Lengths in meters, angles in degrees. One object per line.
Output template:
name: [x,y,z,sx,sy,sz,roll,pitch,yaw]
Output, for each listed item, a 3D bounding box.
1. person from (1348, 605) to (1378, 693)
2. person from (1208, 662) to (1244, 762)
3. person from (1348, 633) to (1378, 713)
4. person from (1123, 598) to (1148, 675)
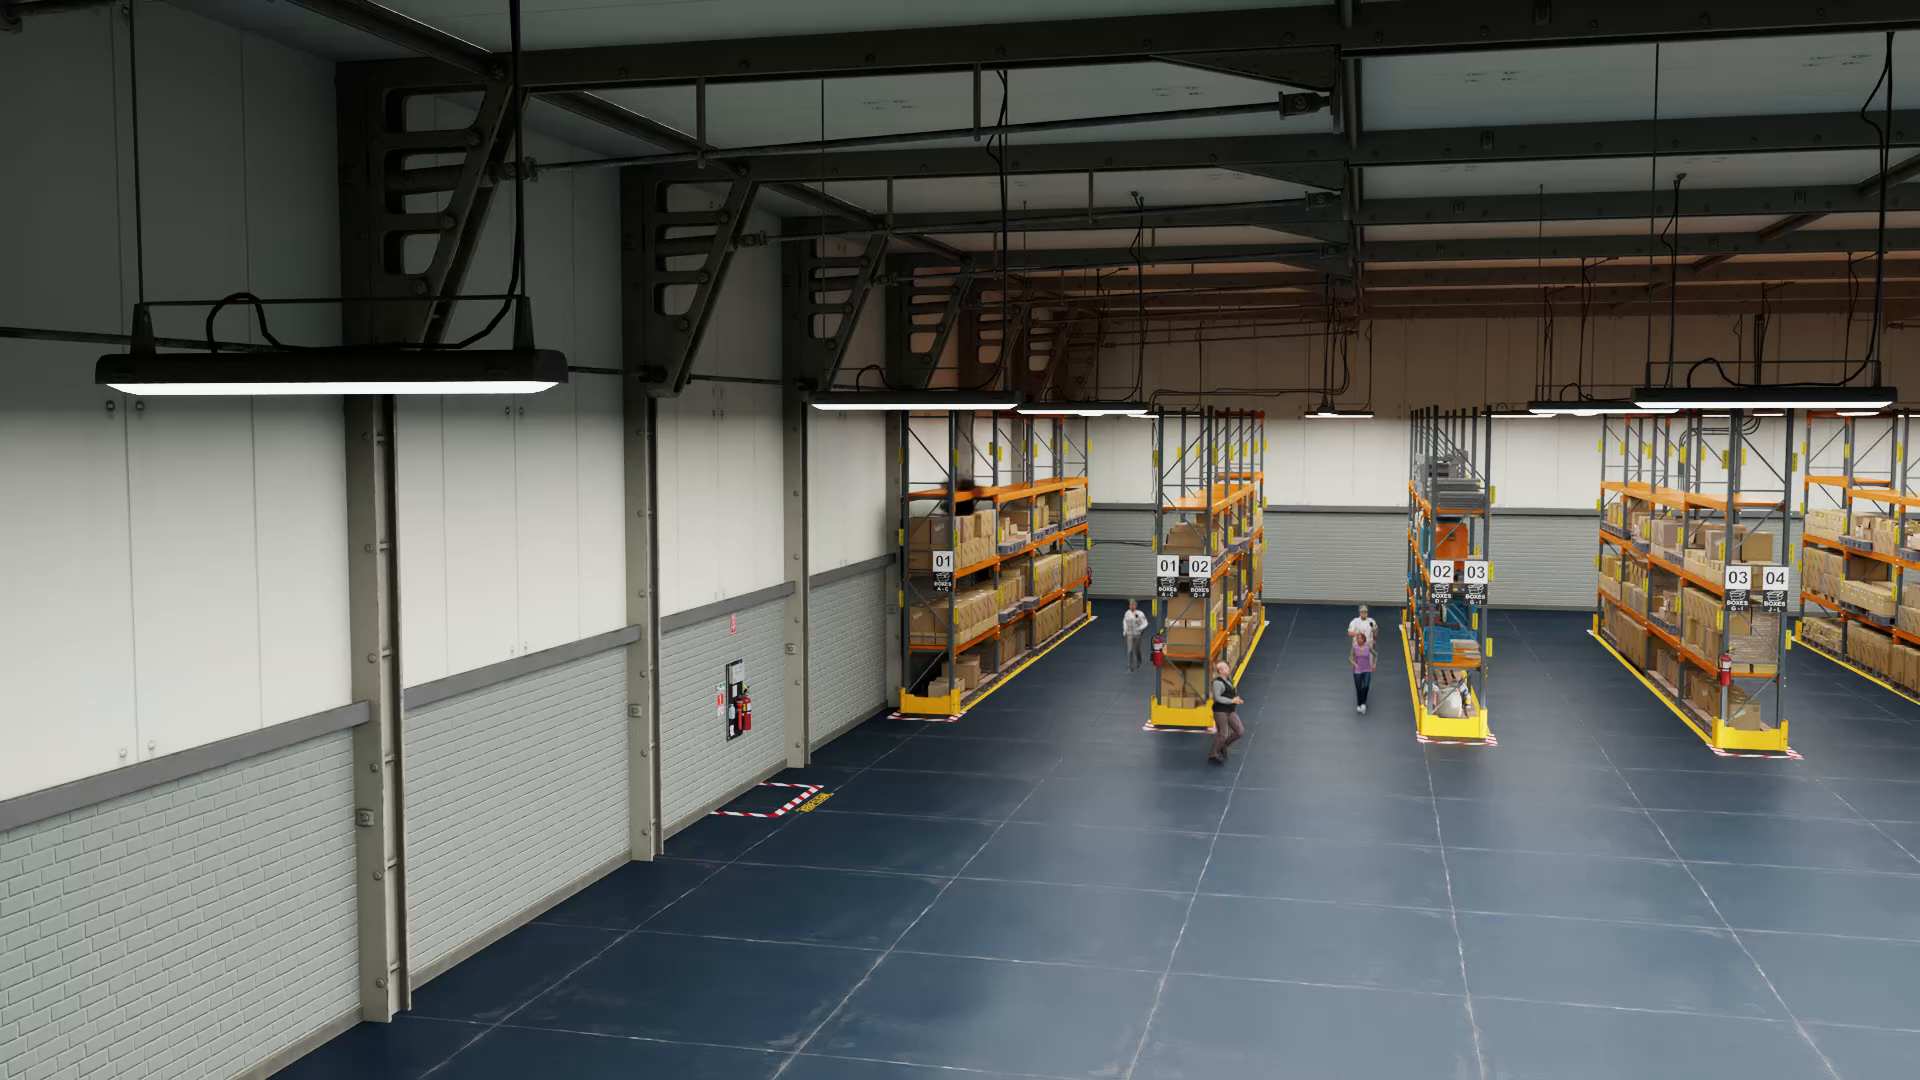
person: [8.574,2.298,35.363,0.642,1.840,0.762,1,4,9]
person: [4.444,2.877,27.762,0.624,1.681,0.631,3,5,36]
person: [7.876,2.599,32.540,0.546,1.564,0.635,1,4,19]
person: [3.967,2.164,37.687,0.608,1.699,0.833,2,4,21]
